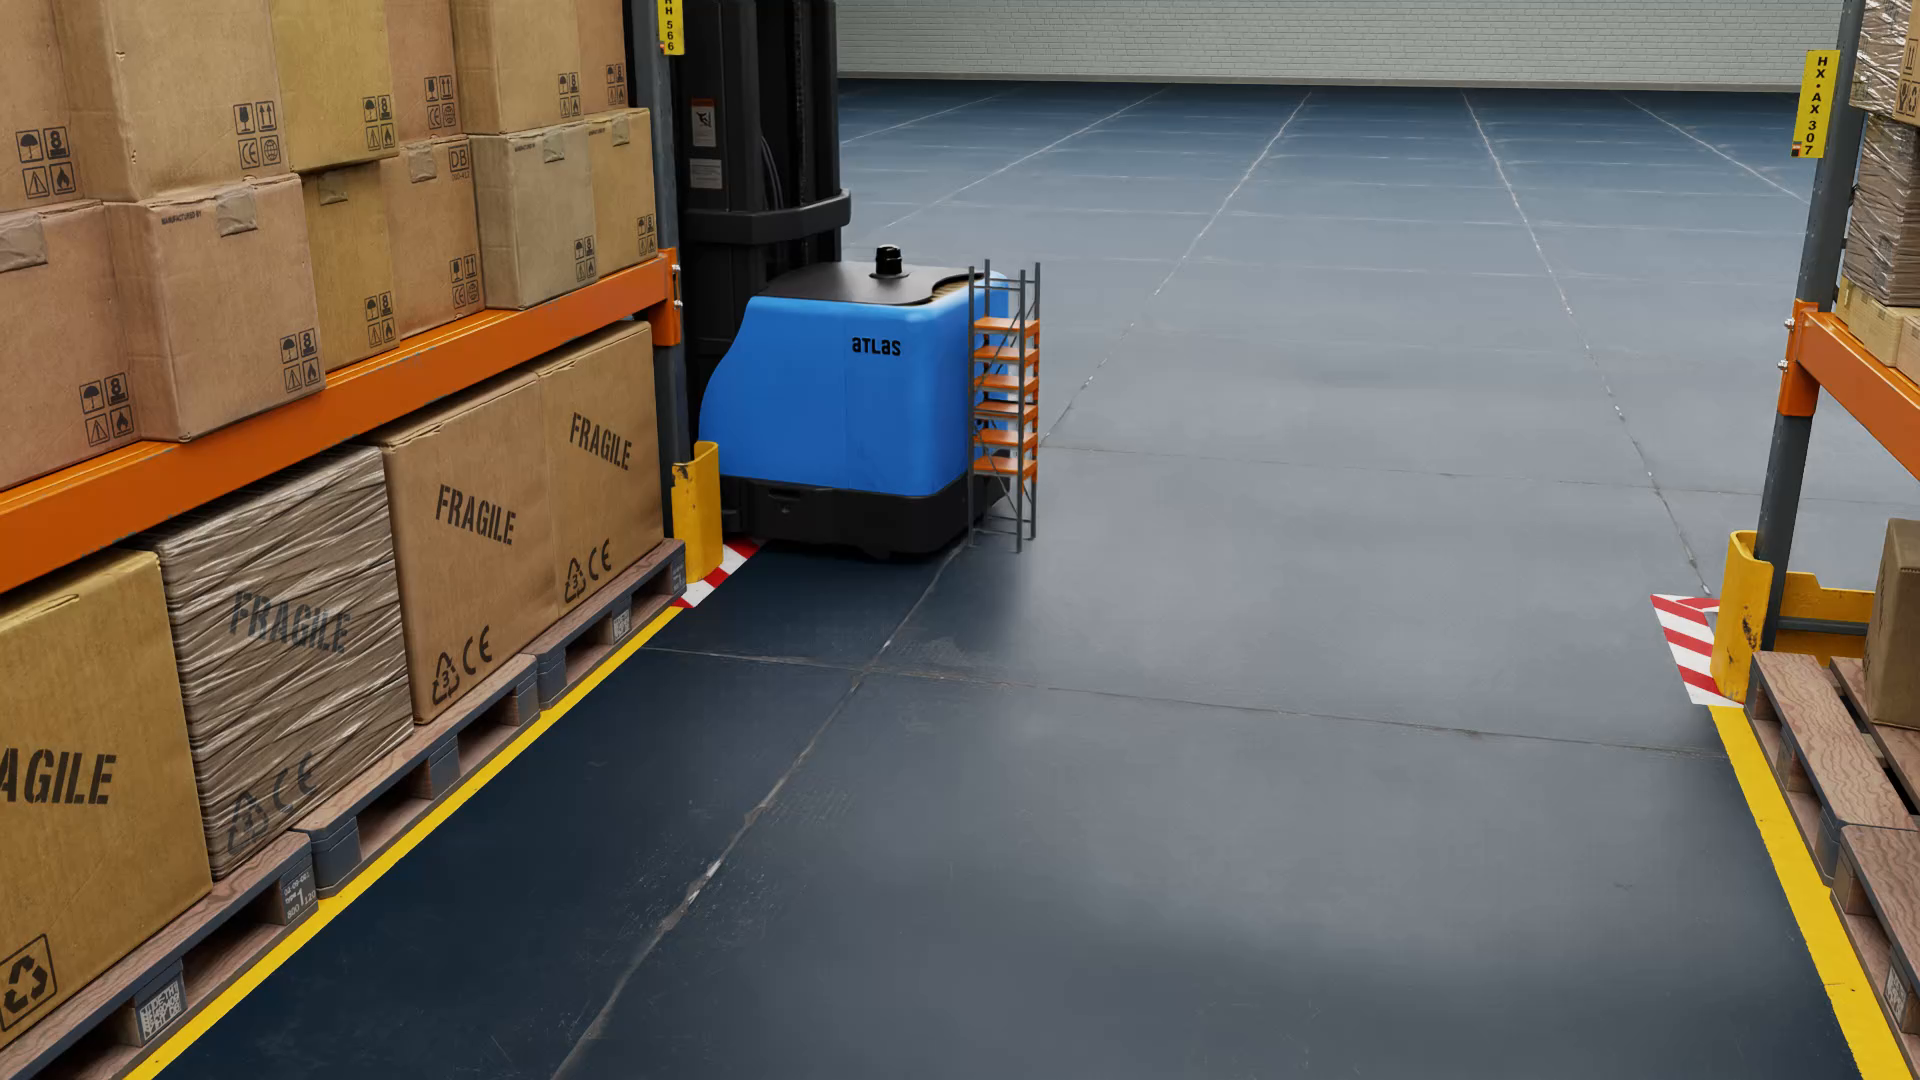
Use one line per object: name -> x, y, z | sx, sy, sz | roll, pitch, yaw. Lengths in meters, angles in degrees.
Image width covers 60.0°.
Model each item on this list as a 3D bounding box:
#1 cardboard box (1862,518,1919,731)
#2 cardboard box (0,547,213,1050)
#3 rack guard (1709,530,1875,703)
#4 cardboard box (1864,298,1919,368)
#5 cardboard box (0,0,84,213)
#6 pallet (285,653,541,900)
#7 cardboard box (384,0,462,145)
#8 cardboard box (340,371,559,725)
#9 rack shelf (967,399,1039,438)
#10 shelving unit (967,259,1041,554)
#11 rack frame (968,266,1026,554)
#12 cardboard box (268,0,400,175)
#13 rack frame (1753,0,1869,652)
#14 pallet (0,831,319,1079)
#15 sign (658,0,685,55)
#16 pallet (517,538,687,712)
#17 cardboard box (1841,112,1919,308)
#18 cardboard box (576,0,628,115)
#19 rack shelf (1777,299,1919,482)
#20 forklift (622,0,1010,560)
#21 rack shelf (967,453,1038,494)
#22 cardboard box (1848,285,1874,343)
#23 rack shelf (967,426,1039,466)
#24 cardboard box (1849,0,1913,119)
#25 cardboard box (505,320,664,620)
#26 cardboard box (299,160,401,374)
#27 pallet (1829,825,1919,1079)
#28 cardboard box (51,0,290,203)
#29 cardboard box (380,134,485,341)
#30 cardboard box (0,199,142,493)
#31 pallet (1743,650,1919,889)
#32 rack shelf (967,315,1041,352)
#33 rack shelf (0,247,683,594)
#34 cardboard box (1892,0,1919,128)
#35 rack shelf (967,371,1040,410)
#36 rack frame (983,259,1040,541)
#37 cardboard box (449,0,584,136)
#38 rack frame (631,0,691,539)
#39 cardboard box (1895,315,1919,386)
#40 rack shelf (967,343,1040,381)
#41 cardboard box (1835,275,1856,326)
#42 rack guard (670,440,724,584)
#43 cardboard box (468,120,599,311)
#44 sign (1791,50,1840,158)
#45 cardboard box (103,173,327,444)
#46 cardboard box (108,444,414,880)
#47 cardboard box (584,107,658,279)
cardboard box -> 3.030, 0.271, 4.971 | 0.500, 0.500, 0.500 | 9, 21, 23
cardboard box -> -2.342, 0.538, 3.610 | 0.875, 0.875, 0.875 | 5, 19, 14
rack guard -> 3.180, 0.299, 5.539 | 1.175, 0.500, 0.348 | 5, 19, 13
cardboard box -> 2.743, -0.564, 4.588 | 0.380, 0.149, 0.250 | 5, 19, 13
cardboard box -> -2.418, -0.954, 3.437 | 0.875, 0.550, 0.550 | 5, 19, 13
pallet -> -2.006, 0.627, 5.027 | 1.003, 0.211, 1.213 | 5, 19, 13
cardboard box -> -2.028, -1.455, 4.905 | 0.875, 0.550, 0.550 | 5, 19, 13
cardboard box -> -1.901, -0.031, 5.274 | 0.875, 0.875, 0.875 | 4, 19, 13
rack shelf -> 0.181, -0.510, 6.960 | 0.258, 0.103, 0.180 | 7, 20, 20
shelving unit -> 0.181, -0.552, 6.945 | 0.258, 1.200, 0.189 | 7, 20, 20
rack frame -> 0.148, -0.524, 6.865 | 0.240, 1.200, 0.006 | 7, 20, 20
cardboard box -> -2.031, -1.279, 4.389 | 0.875, 0.550, 0.500 | 5, 19, 13
rack frame -> 3.199, -0.908, 5.204 | 1.000, 3.000, 0.127 | 5, 19, 13
pallet -> -2.302, 1.010, 3.904 | 1.003, 0.211, 1.213 | 5, 19, 13
sign -> -1.063, -1.944, 6.080 | 0.100, 0.325, 0.005 | 5, 19, 13
pallet -> -1.706, 0.245, 6.143 | 1.003, 0.211, 1.213 | 5, 19, 13
cardboard box -> 3.038, -0.926, 4.642 | 0.875, 0.500, 0.500 | 5, 19, 13
cardboard box -> -1.714, -1.800, 5.914 | 0.875, 0.550, 0.550 | 5, 19, 13
rack shelf -> 2.710, 0.060, 3.485 | 1.077, 0.370, 4.000 | 5, 19, 13
forklift -> -1.341, -1.588, 7.304 | 3.031, 2.935, 1.130 | 7, 20, 20
rack shelf -> 0.181, -0.282, 7.037 | 0.258, 0.103, 0.180 | 7, 20, 20
cardboard box -> 2.818, -0.641, 4.814 | 0.380, 0.149, 0.250 | 5, 19, 13
rack shelf -> 0.181, -0.396, 6.999 | 0.258, 0.103, 0.180 | 7, 20, 20
cardboard box -> 2.800, -1.418, 4.537 | 0.500, 0.500, 0.500 | 5, 19, 13
cardboard box -> -1.688, -0.307, 6.082 | 0.875, 0.875, 0.875 | 5, 19, 14
cardboard box -> -2.094, -0.773, 4.578 | 0.875, 0.550, 0.500 | 5, 19, 13
pallet -> 2.647, 1.069, 3.732 | 1.003, 0.211, 1.213 | 5, 19, 13
cardboard box -> -2.153, -1.112, 3.901 | 0.875, 0.550, 0.550 | 5, 19, 13
cardboard box -> -2.005, -0.942, 5.074 | 0.875, 0.550, 0.550 | 5, 19, 13
cardboard box -> -2.372, -0.439, 3.600 | 0.875, 0.550, 0.550 | 5, 19, 13
pallet -> 2.948, 0.688, 4.848 | 1.003, 0.211, 1.213 | 5, 19, 13
rack shelf -> 0.182, -0.850, 6.843 | 0.258, 0.103, 0.180 | 7, 20, 20
rack shelf -> -2.075, -0.364, 4.725 | 1.077, 0.370, 4.000 | 5, 19, 13
cardboard box -> 2.671, -1.262, 4.080 | 0.500, 0.500, 0.500 | 5, 19, 13
rack shelf -> 0.181, -0.623, 6.921 | 0.258, 0.103, 0.180 | 7, 20, 20
rack frame -> 0.214, -0.579, 7.026 | 0.240, 1.200, 0.006 | 7, 20, 20
cardboard box -> -1.759, -1.620, 5.388 | 0.875, 0.550, 0.550 | 5, 19, 13
rack frame -> -1.586, -1.331, 6.444 | 1.000, 3.000, 0.127 | 5, 19, 13
cardboard box -> 2.702, -0.484, 4.353 | 0.380, 0.149, 0.250 | 5, 19, 13
rack shelf -> 0.181, -0.737, 6.882 | 0.258, 0.103, 0.180 | 7, 20, 20
cardboard box -> 2.898, -0.718, 5.039 | 0.380, 0.149, 0.250 | 5, 19, 13
rack guard -> -1.580, -0.156, 6.870 | 1.175, 0.500, 0.348 | 5, 19, 13
cardboard box -> -1.746, -1.108, 5.559 | 0.875, 0.550, 0.550 | 5, 19, 13
sign -> 2.673, -1.360, 5.190 | 0.100, 0.325, 0.005 | 5, 19, 13
cardboard box -> -2.126, -0.599, 4.069 | 0.875, 0.550, 0.550 | 5, 19, 13
cardboard box -> -2.125, 0.255, 4.438 | 0.875, 0.875, 0.875 | 5, 19, 14
cardboard box -> -1.633, -1.282, 6.069 | 0.875, 0.550, 0.550 | 5, 19, 13
